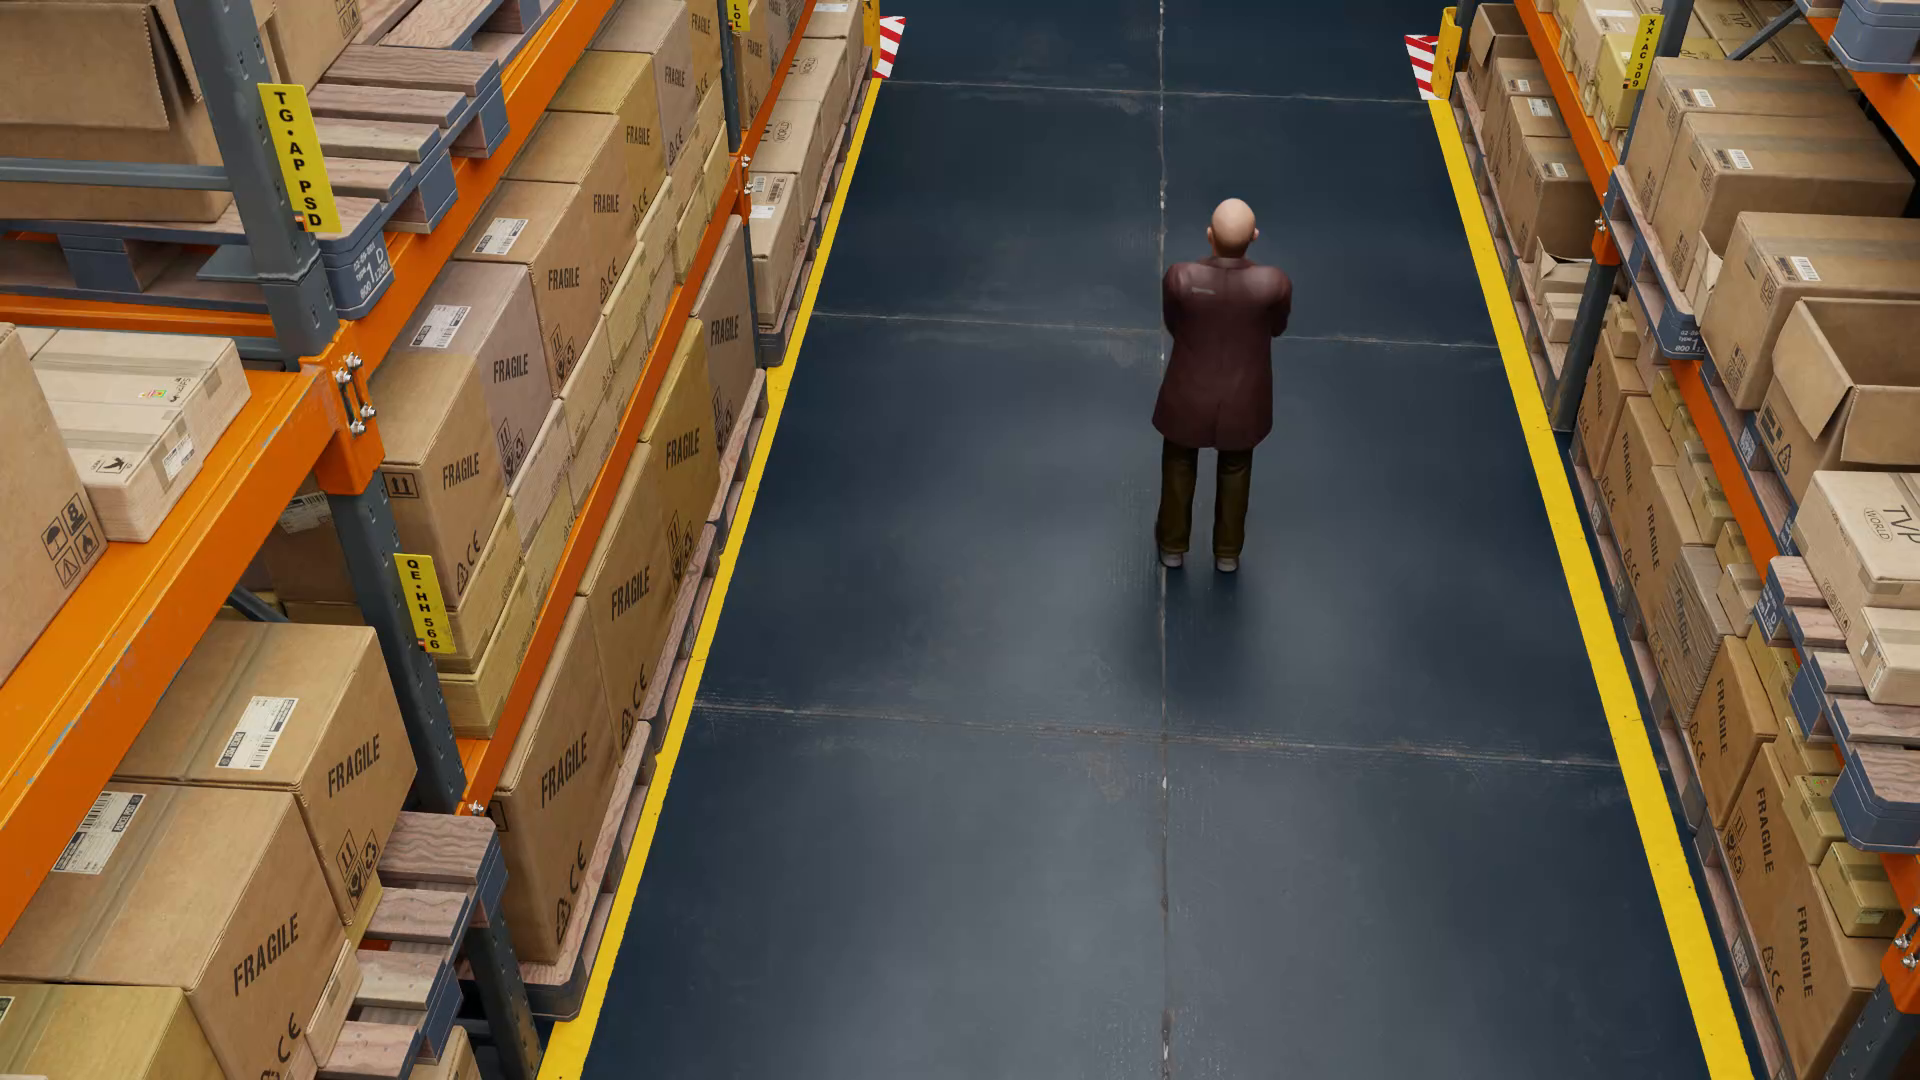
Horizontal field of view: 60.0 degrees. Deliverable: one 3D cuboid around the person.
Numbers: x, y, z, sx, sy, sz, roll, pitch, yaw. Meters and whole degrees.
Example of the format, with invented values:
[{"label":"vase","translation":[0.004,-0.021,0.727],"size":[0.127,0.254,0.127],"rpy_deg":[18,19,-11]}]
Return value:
[{"label":"person","translation":[1.076,-0.700,7.019],"size":[0.526,1.776,0.545],"rpy_deg":[4,40,4]}]
